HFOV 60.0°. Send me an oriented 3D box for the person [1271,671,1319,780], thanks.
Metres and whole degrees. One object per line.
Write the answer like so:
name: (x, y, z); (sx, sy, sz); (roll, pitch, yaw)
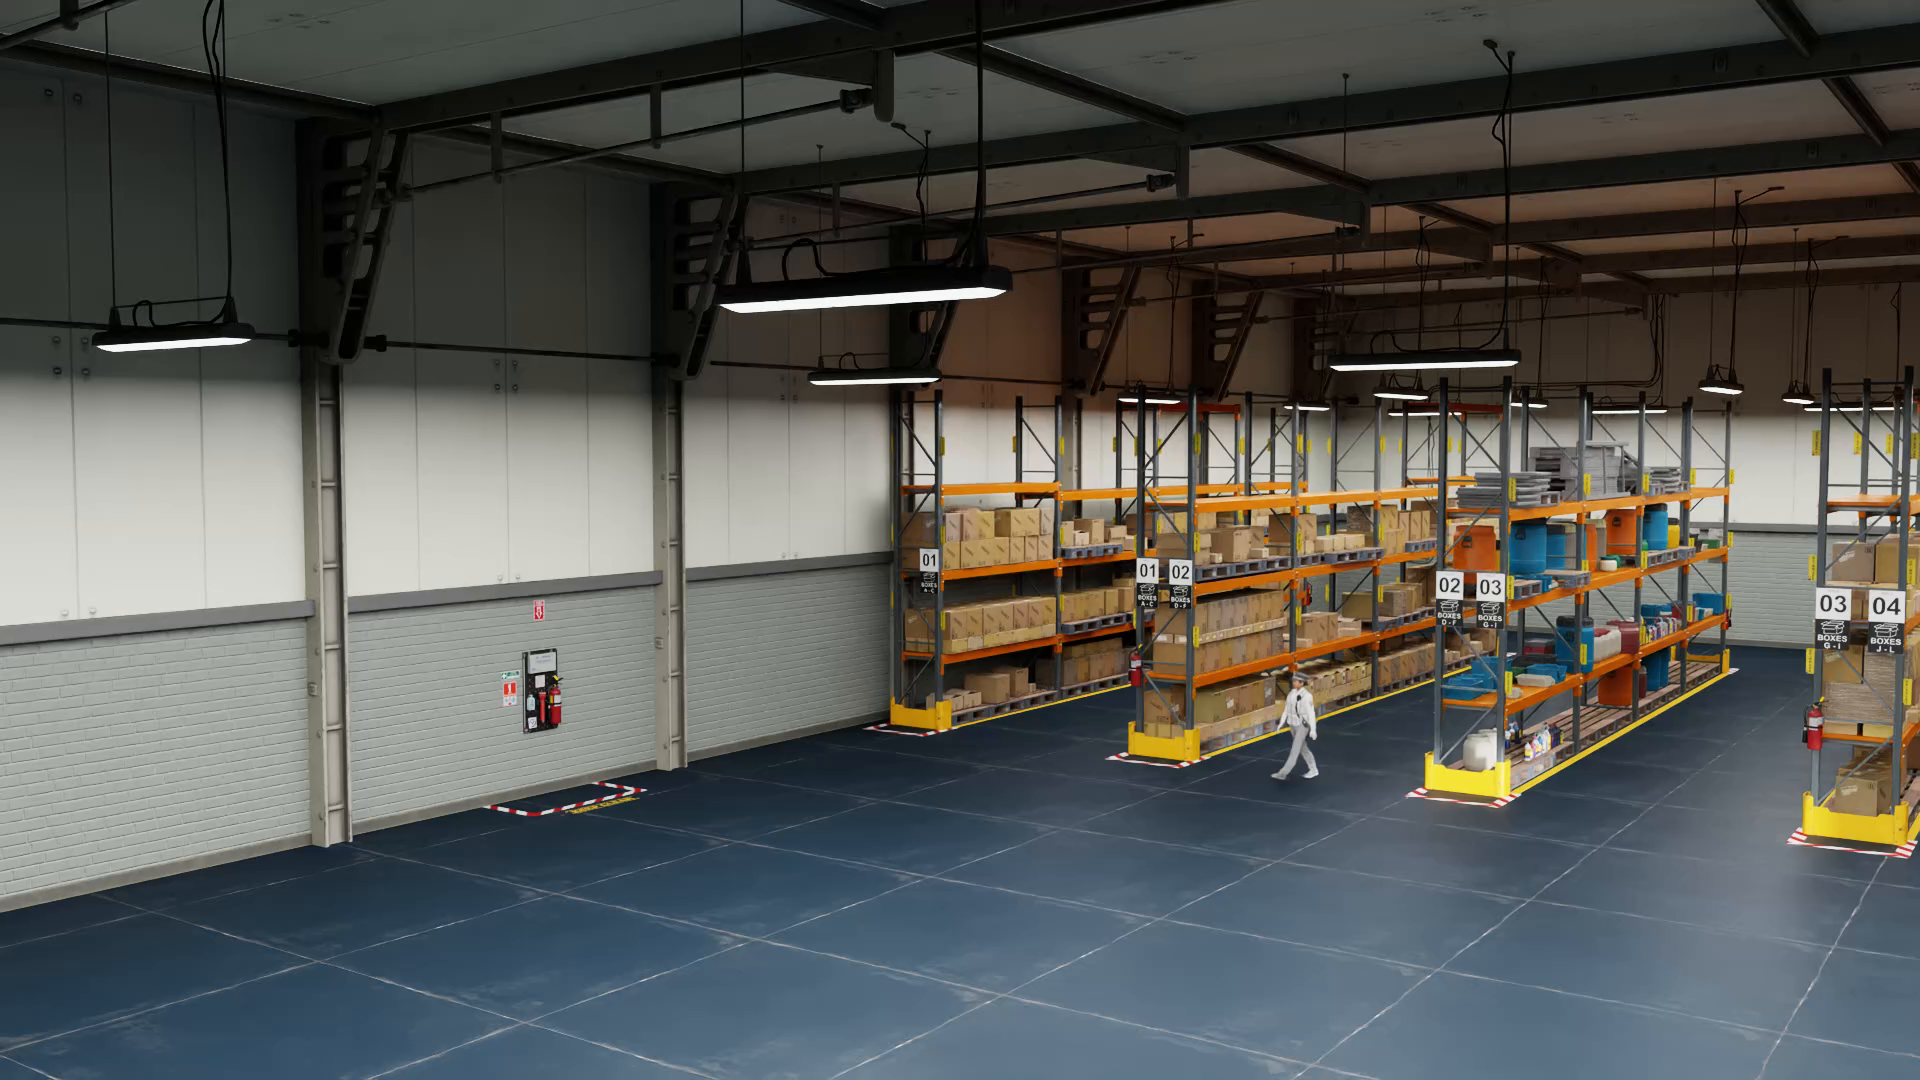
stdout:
person: (4.973, 2.769, 24.798); (1.003, 1.627, 0.544); (-2, 4, -25)
